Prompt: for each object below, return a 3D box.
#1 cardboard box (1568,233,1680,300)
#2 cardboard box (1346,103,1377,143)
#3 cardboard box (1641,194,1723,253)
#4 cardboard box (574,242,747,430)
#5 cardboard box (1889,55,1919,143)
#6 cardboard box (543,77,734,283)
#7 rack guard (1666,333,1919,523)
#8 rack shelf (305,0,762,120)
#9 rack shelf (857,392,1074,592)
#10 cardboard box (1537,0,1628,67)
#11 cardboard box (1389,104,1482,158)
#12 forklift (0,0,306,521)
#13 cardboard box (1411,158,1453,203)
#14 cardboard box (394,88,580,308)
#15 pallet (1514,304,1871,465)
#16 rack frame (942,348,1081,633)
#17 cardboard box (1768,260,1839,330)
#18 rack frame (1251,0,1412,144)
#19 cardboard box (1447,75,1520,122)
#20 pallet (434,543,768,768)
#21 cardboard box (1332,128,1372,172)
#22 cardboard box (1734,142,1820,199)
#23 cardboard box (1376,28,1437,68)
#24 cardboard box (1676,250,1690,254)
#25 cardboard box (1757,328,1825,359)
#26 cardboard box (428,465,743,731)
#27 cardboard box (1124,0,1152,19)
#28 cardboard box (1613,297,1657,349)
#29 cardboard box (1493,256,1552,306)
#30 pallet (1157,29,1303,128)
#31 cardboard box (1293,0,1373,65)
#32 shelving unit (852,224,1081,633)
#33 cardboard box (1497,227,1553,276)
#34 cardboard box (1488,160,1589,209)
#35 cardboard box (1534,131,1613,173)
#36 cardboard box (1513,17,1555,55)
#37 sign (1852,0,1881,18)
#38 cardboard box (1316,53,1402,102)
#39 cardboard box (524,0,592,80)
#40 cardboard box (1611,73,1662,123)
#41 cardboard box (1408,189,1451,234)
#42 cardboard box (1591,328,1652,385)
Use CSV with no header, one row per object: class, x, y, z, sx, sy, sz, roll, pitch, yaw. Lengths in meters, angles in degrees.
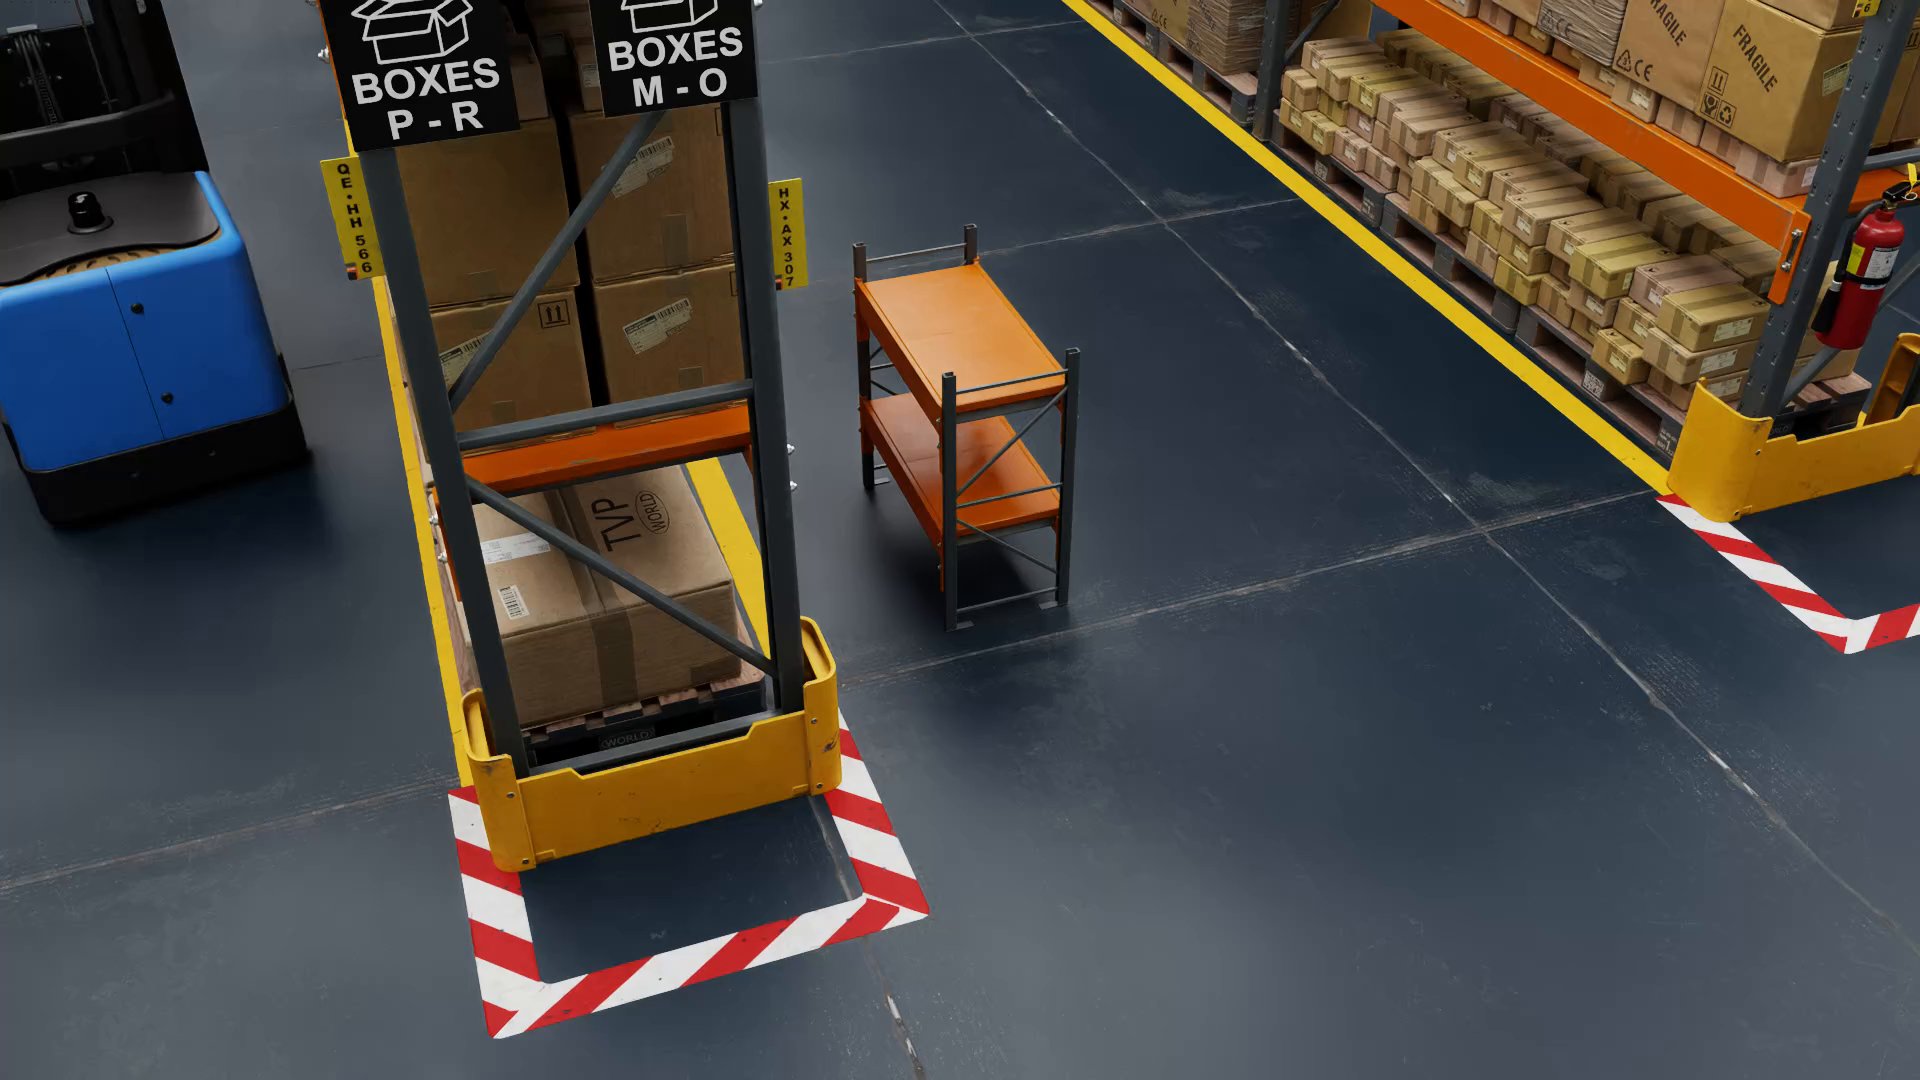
cardboard box,2.953,-1.219,7.402,0.380,0.149,0.250,-13,39,-17
cardboard box,2.350,-2.314,9.102,0.380,0.149,0.250,-13,39,-16
cardboard box,3.415,-1.488,7.758,0.380,0.149,0.250,-14,39,-18
cardboard box,-0.895,-0.721,5.131,0.500,0.500,0.500,-13,39,-16
cardboard box,3.719,-1.902,6.451,0.500,0.500,0.500,-11,38,-14
cardboard box,-0.897,-1.120,4.829,0.500,0.500,0.500,-13,39,-17
rack guard,3.588,-0.477,6.967,1.175,0.500,0.348,-12,39,-16
rack shelf,-1.688,-2.391,5.536,1.077,0.370,4.000,-12,39,-16
rack shelf,0.002,-0.250,6.554,0.538,0.278,1.000,-12,39,-16
cardboard box,2.862,-2.368,7.070,0.500,0.500,0.500,-12,39,-16
cardboard box,2.456,-2.117,8.594,0.380,0.149,0.250,-12,39,-15
forklift,-3.989,-2.111,7.117,1.130,2.935,3.031,-19,41,-24
cardboard box,2.541,-1.845,8.480,0.380,0.149,0.250,-13,39,-16
cardboard box,-1.389,-1.013,4.687,0.500,0.500,0.500,-11,38,-14
pallet,3.341,-0.828,7.673,1.003,0.211,1.213,-12,39,-16
rack frame,0.177,-0.158,6.025,0.500,1.125,0.032,-12,39,-16
cardboard box,3.752,-1.065,7.197,0.380,0.149,0.250,-14,39,-18
rack frame,2.237,-3.692,9.158,1.000,3.000,0.127,-12,39,-16
cardboard box,2.838,-2.373,8.934,0.380,0.149,0.250,-11,38,-14
pallet,-1.348,0.328,6.139,1.003,0.211,1.213,-12,39,-16
cardboard box,2.287,-2.169,9.156,0.380,0.149,0.250,-13,39,-16
cardboard box,3.236,-1.458,6.401,0.380,0.149,0.250,-12,39,-16
cardboard box,2.604,-2.811,9.515,0.380,0.149,0.250,-11,38,-15
cardboard box,3.479,-1.383,7.866,0.380,0.149,0.250,-11,38,-15
cardboard box,3.674,-0.929,7.264,0.380,0.149,0.250,-11,38,-14
cardboard box,-1.320,0.153,5.834,0.875,0.438,0.875,-14,39,-17
cardboard box,1.397,-3.808,11.040,0.500,0.500,0.500,-13,39,-17
cardboard box,3.125,-0.978,7.328,0.380,0.149,0.250,-13,39,-17
cardboard box,2.799,-1.275,7.970,0.380,0.149,0.250,-14,39,-18
pallet,1.968,-3.018,10.581,1.003,0.211,1.213,-12,39,-16
cardboard box,2.232,-3.334,10.411,0.500,0.500,0.500,-11,38,-14
shelving unit,0.002,-0.445,6.407,0.538,1.125,1.048,-12,39,-16
cardboard box,2.793,-1.402,7.892,0.380,0.149,0.250,-12,39,-15
cardboard box,2.792,-1.691,8.028,0.380,0.149,0.250,-14,39,-17
cardboard box,3.105,-1.927,8.341,0.380,0.149,0.250,-12,39,-16
cardboard box,2.769,-2.350,7.585,0.380,0.149,0.250,-12,39,-15
sign,3.086,-1.917,5.577,0.100,0.325,0.005,-12,39,-16
cardboard box,2.200,-2.553,9.172,0.380,0.149,0.250,-11,38,-14
cardboard box,-1.019,-1.440,4.715,0.380,0.149,0.250,-12,38,-15
cardboard box,2.976,-1.884,6.966,0.380,0.149,0.250,-11,38,-15
cardboard box,2.545,-1.724,8.566,0.380,0.149,0.250,-13,39,-17
cardboard box,3.053,-0.840,7.392,0.380,0.149,0.250,-11,38,-15
